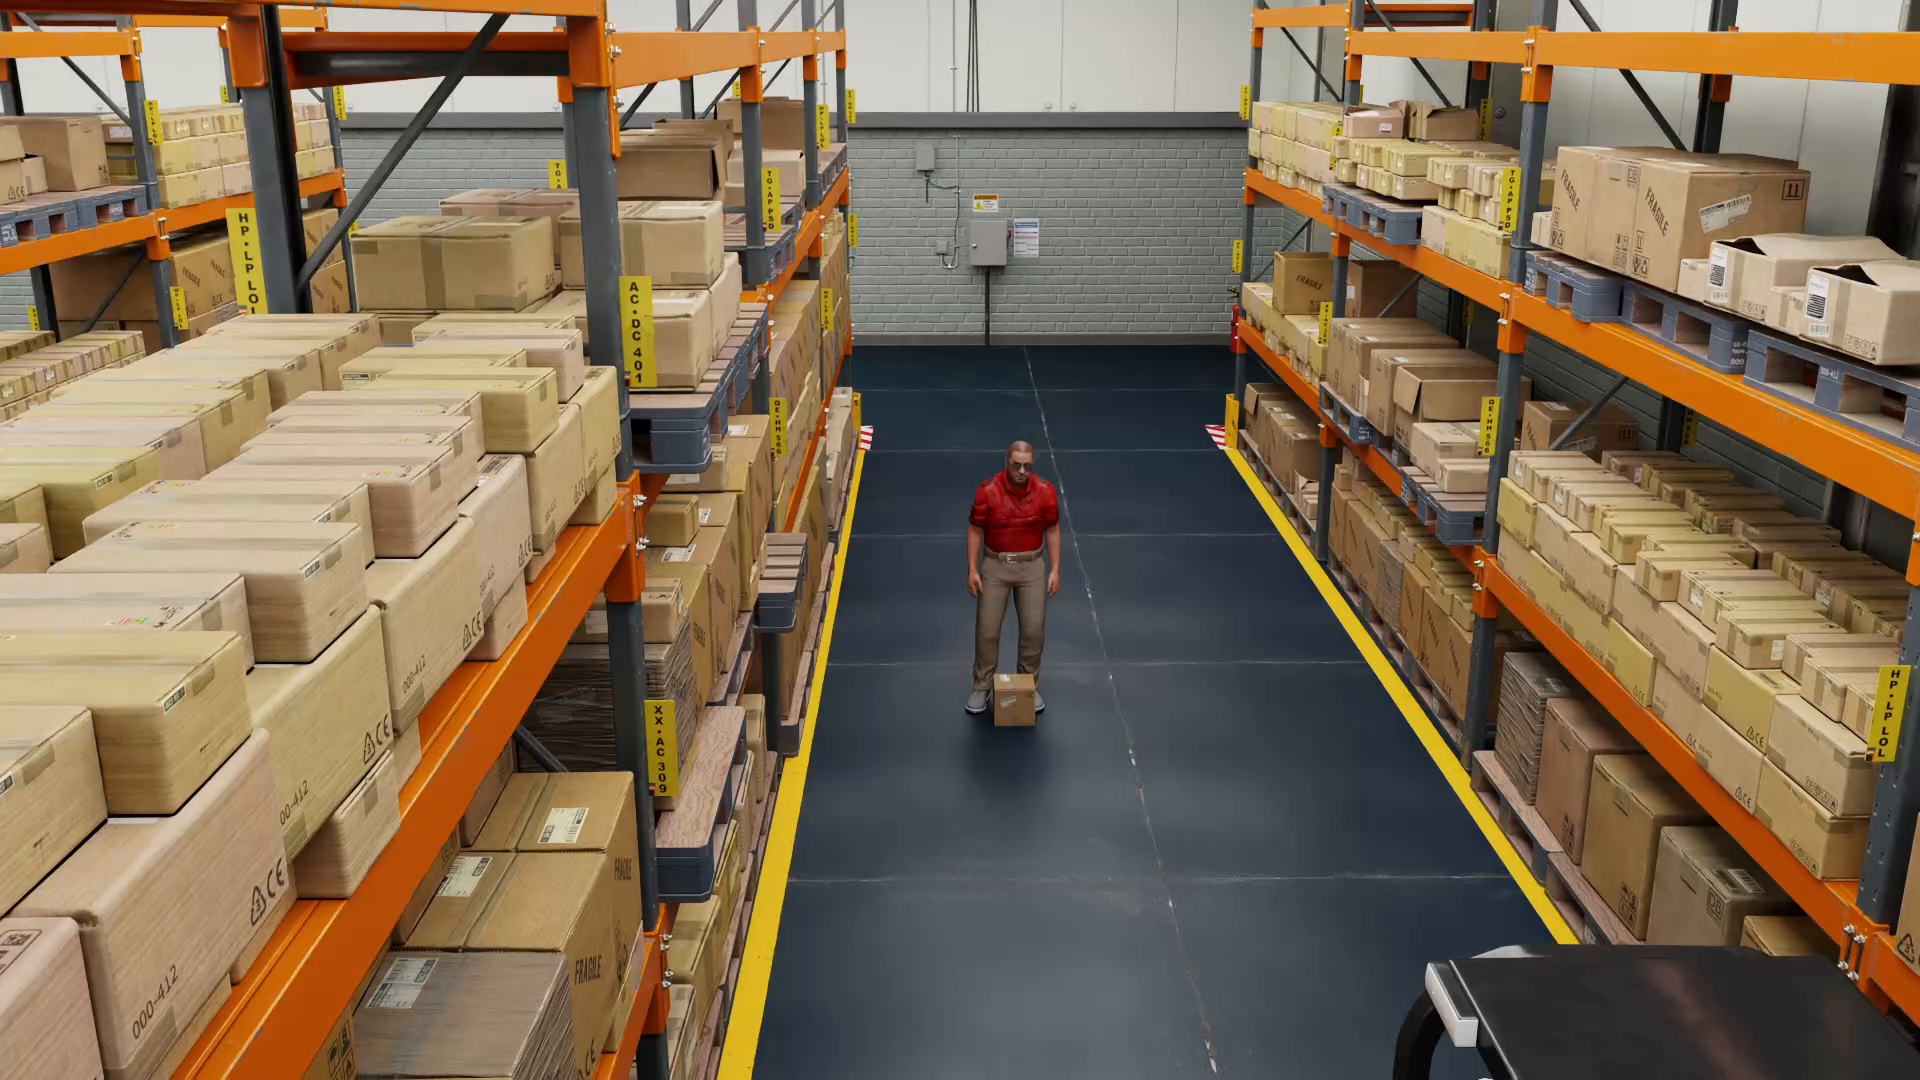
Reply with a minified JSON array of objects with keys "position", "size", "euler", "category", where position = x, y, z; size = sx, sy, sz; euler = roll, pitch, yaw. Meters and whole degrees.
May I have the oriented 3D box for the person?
[{"position":[0.329,0.213,10.371],"size":[0.604,1.726,0.394],"euler":[-1,17,-4],"category":"person"}]
